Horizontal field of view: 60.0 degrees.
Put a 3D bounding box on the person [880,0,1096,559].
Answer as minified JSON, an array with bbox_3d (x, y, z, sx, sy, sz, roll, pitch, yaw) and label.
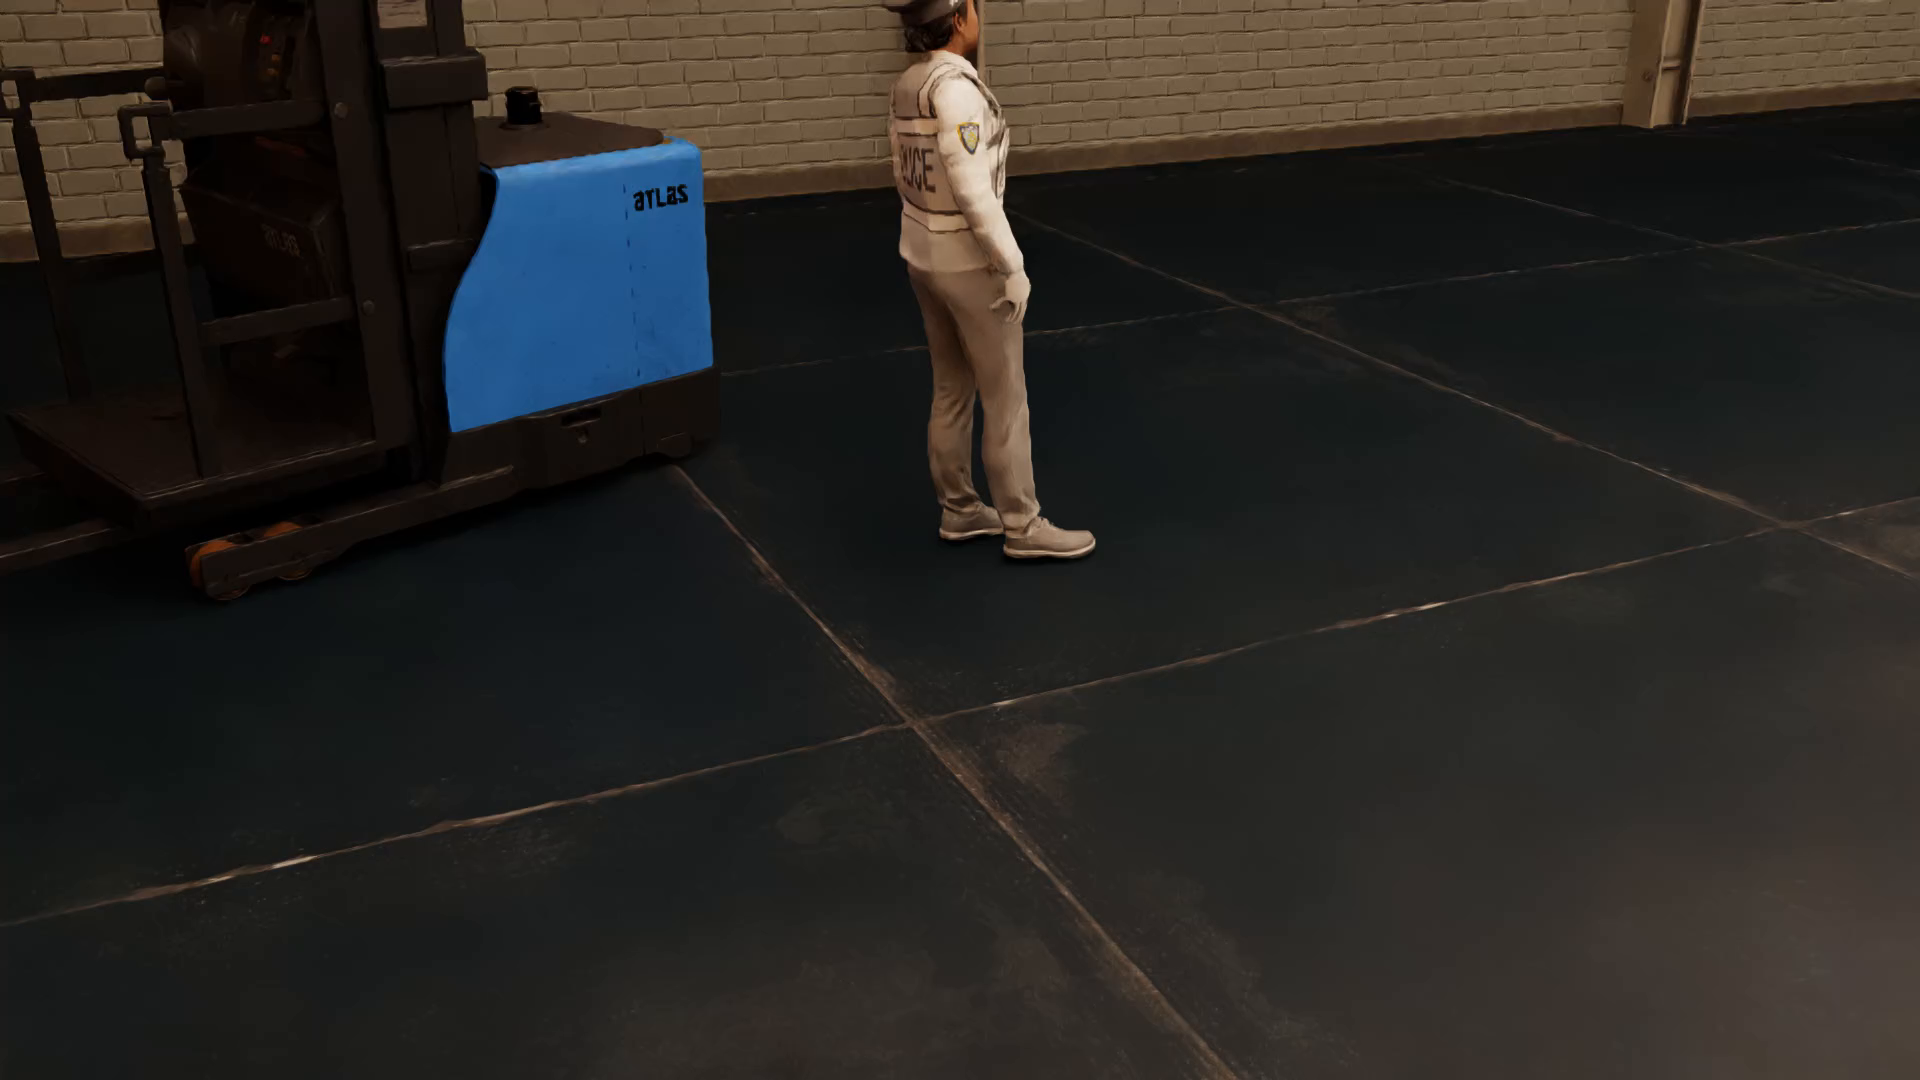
[{"bbox_3d":[0.064,-0.798,4.799,0.533,1.695,0.586,-10,25,-23],"label":"person"}]

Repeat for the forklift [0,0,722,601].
[{"bbox_3d":[-2.235,-1.405,4.669,1.130,2.935,3.031,21,30,41],"label":"forklift"}]
